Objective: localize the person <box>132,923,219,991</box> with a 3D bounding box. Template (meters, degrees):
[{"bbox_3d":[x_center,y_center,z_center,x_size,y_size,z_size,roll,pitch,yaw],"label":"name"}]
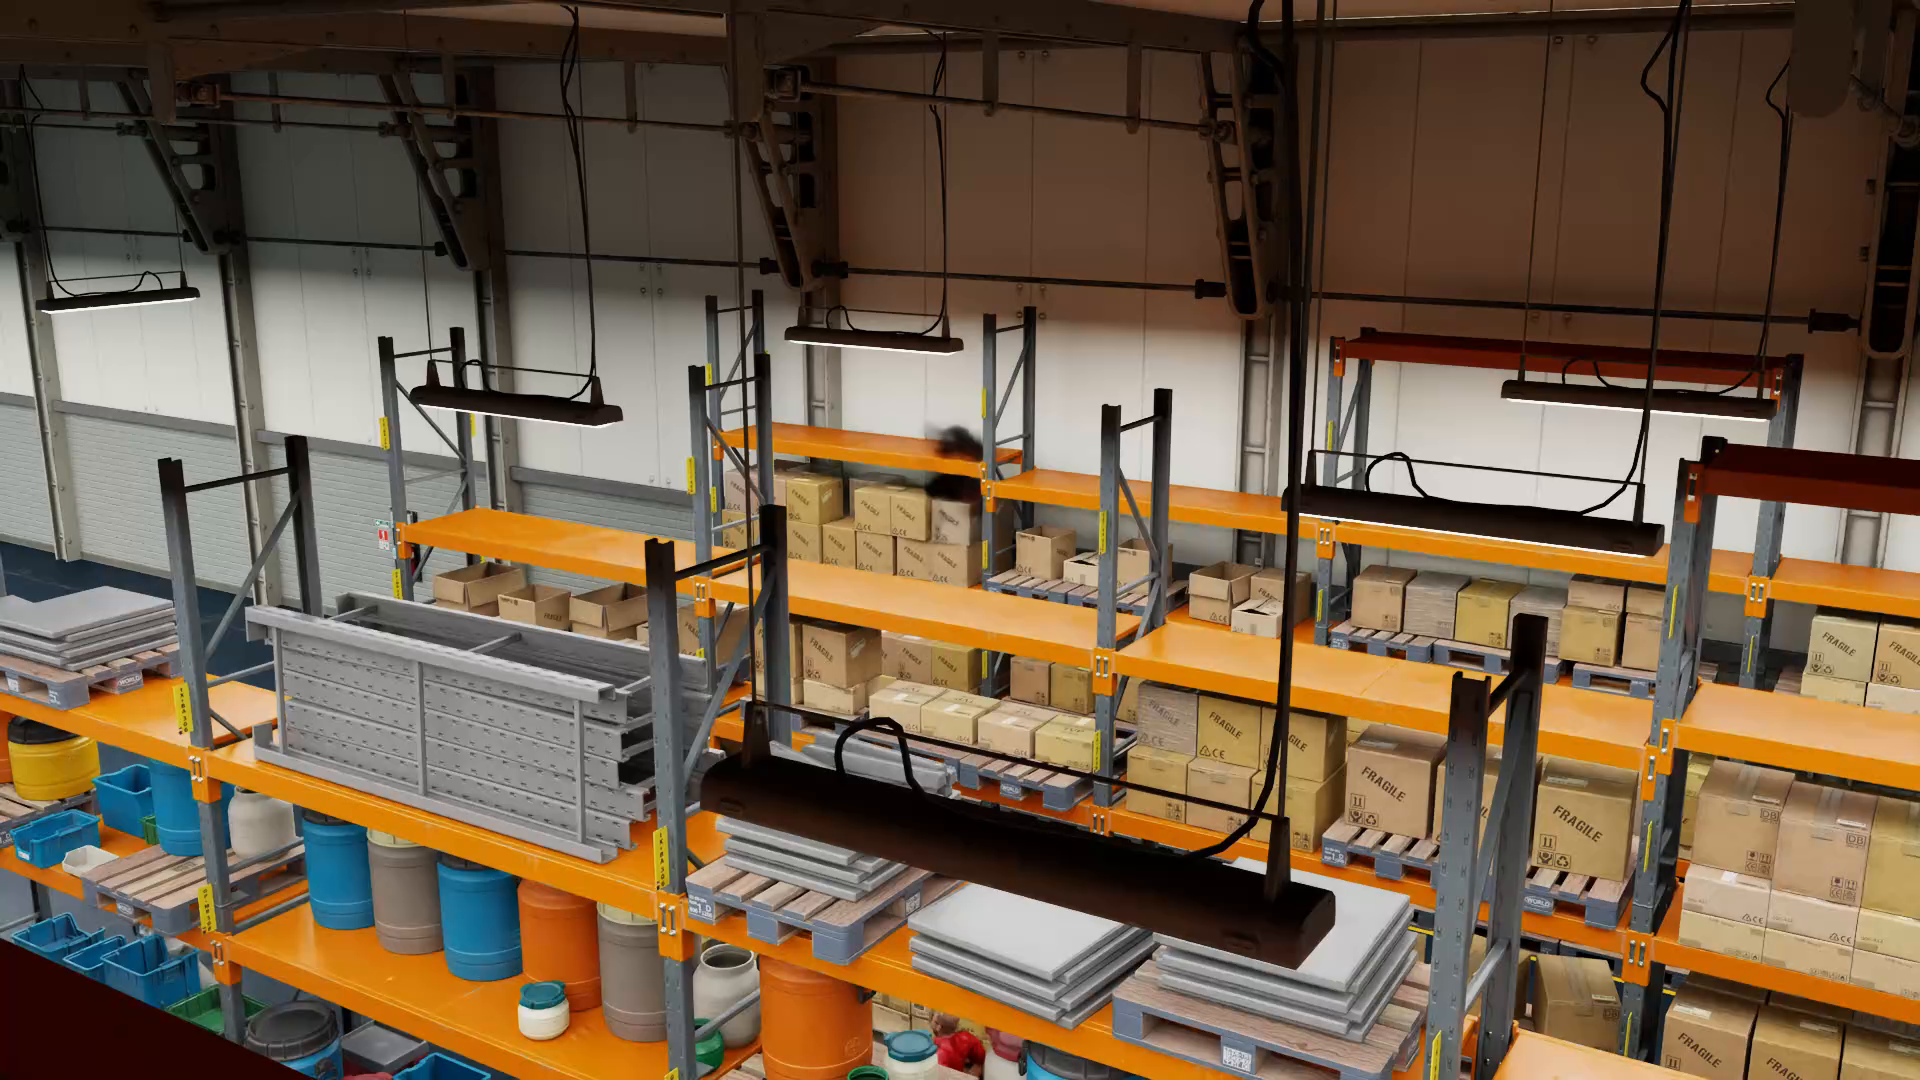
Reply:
[{"bbox_3d":[-7.133,3.629,15.015,0.696,1.808,0.734,3,14,12],"label":"person"}]

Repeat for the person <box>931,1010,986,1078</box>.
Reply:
[{"bbox_3d":[-0.086,4.288,12.378,0.829,1.731,0.654,8,16,29],"label":"person"}]
